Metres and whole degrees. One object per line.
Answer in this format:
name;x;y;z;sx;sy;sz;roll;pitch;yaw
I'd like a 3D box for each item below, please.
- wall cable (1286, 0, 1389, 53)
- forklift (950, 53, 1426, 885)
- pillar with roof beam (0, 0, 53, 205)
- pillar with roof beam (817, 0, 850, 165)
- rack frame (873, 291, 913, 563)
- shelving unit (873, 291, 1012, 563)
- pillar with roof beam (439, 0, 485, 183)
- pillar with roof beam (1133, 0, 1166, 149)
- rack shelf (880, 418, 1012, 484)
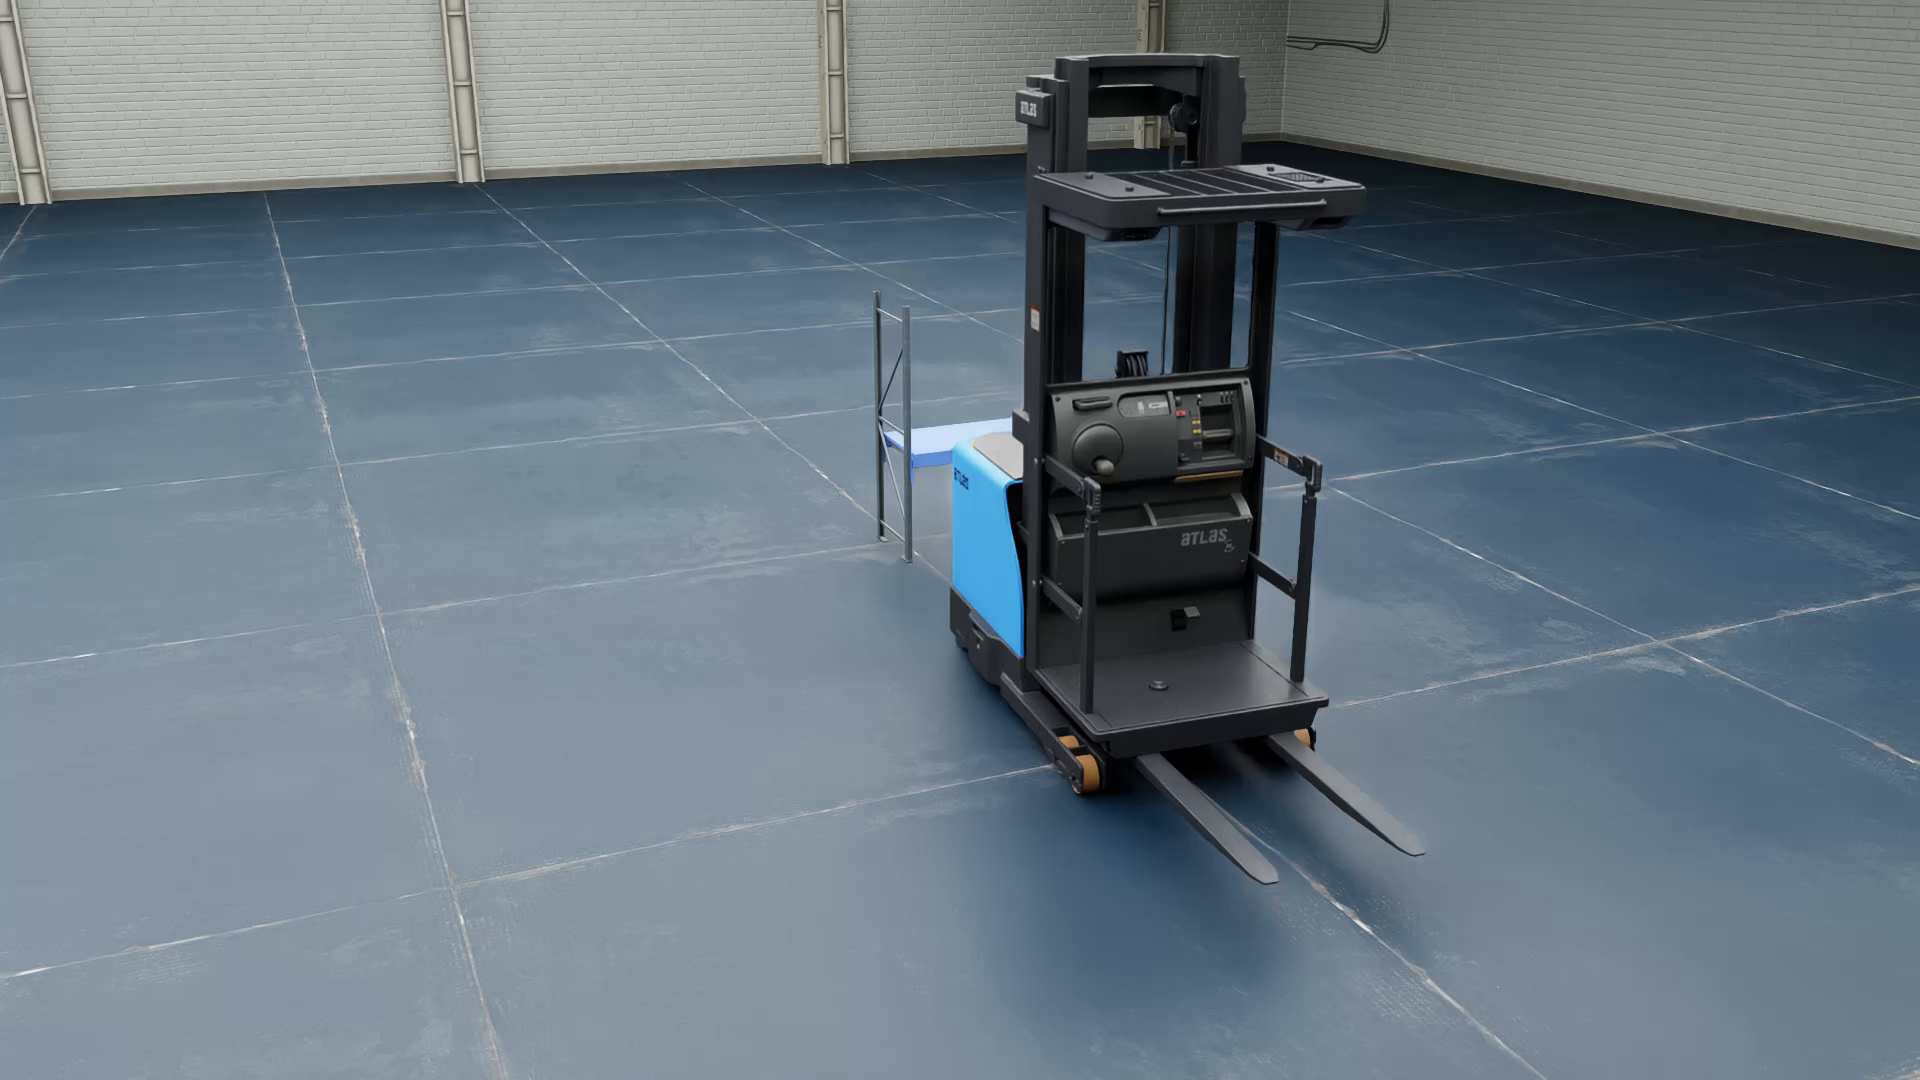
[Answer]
wall cable;6.636;-9.926;29.337;0.112;2.526;3.097;-8;21;-22
forklift;0.905;-0.466;6.931;1.130;2.935;3.031;-6;20;-18
pillar with roof beam;-11.416;-7.725;18.413;0.400;9.000;9.100;-8;21;-22
pillar with roof beam;-0.397;-9.304;22.896;0.400;9.000;9.100;-8;21;-22
rack frame;-0.388;-0.652;9.615;0.032;1.500;0.500;-8;21;-22
shelving unit;0.078;-0.719;9.805;1.048;1.500;0.538;-8;21;-22
pillar with roof beam;-5.906;-8.514;20.654;0.400;9.000;9.100;-8;21;-22
pillar with roof beam;5.112;-10.093;25.138;0.400;9.000;9.100;-8;21;-22
rack shelf;0.078;-0.549;9.865;1.000;0.185;0.538;-8;21;-22
